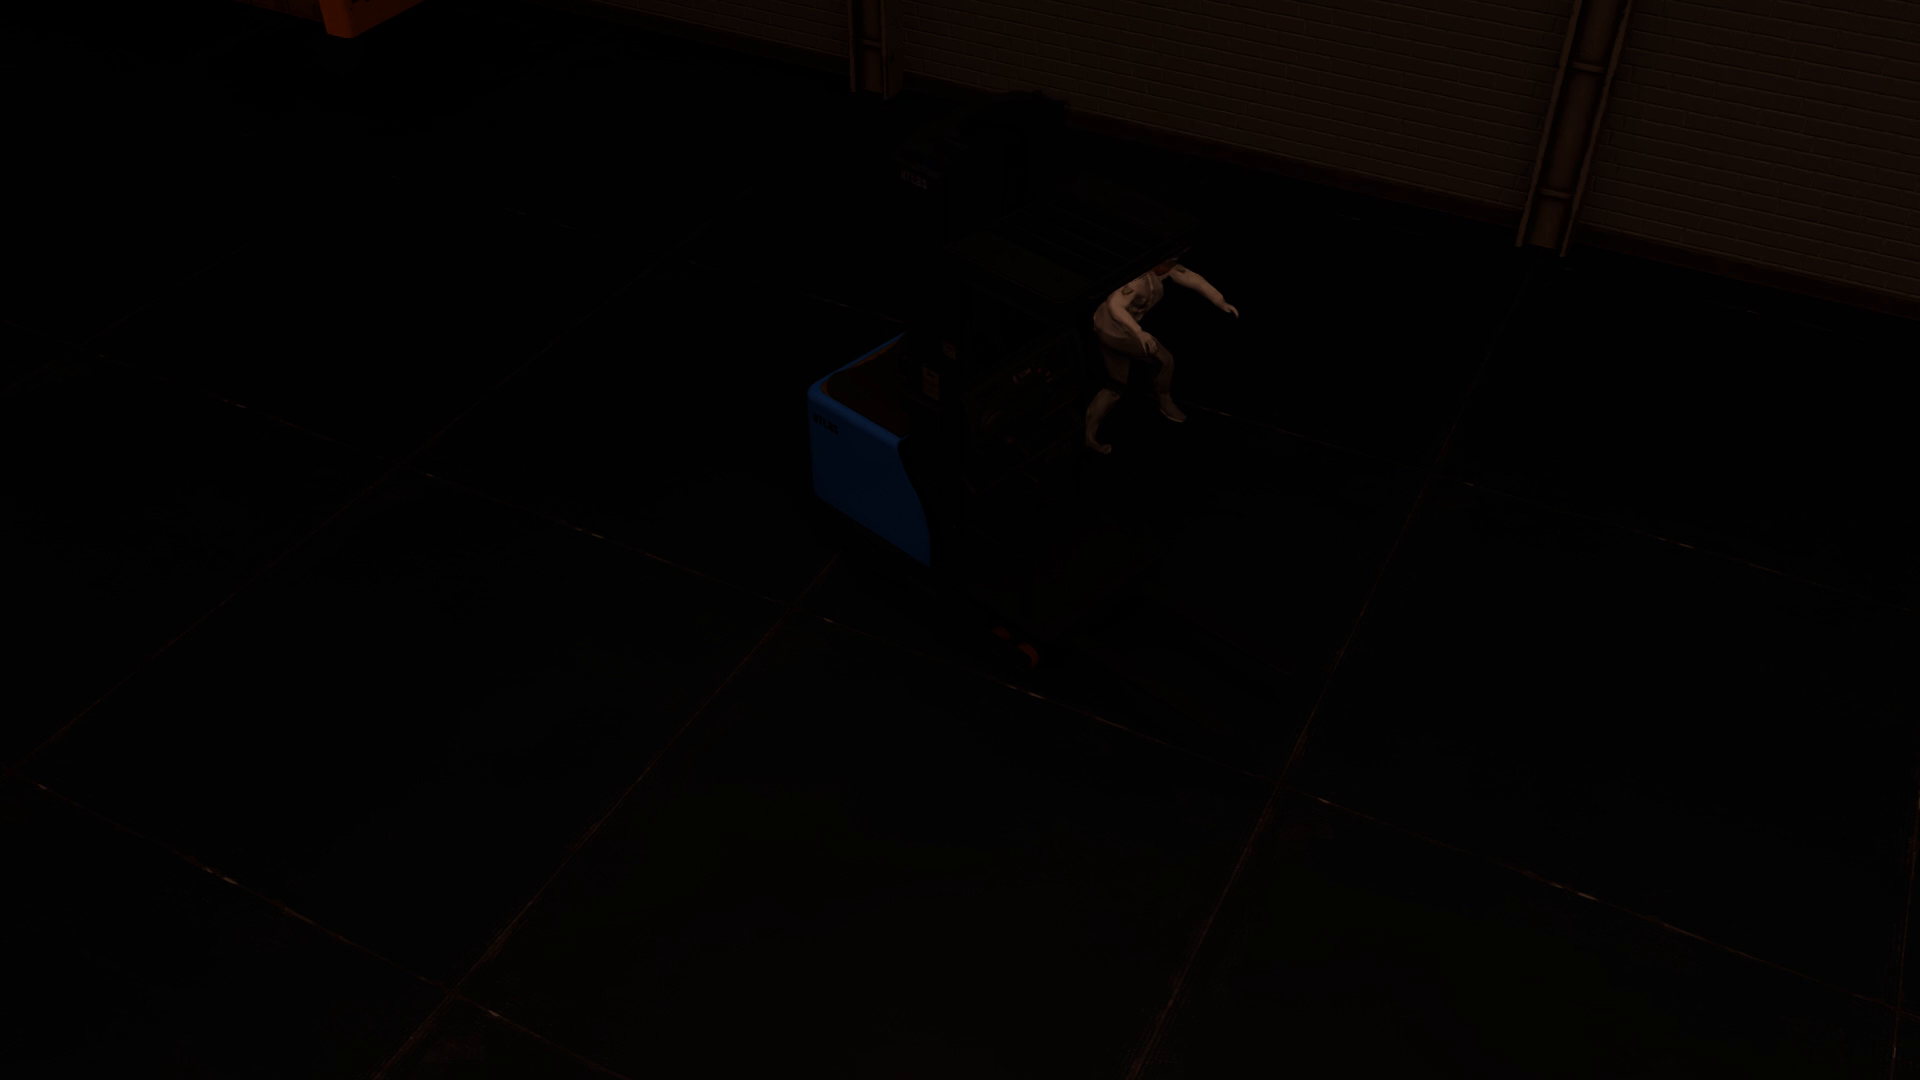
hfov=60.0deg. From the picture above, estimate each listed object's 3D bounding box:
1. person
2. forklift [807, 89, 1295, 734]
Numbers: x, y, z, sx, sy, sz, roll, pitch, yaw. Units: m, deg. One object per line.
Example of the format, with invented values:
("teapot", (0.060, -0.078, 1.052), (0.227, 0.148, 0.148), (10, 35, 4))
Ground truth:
("person", (1.257, -1.242, 10.641), (1.034, 1.472, 0.857), (2, 40, 2))
("forklift", (0.506, -0.761, 8.890), (3.031, 2.935, 1.130), (31, 49, 32))
